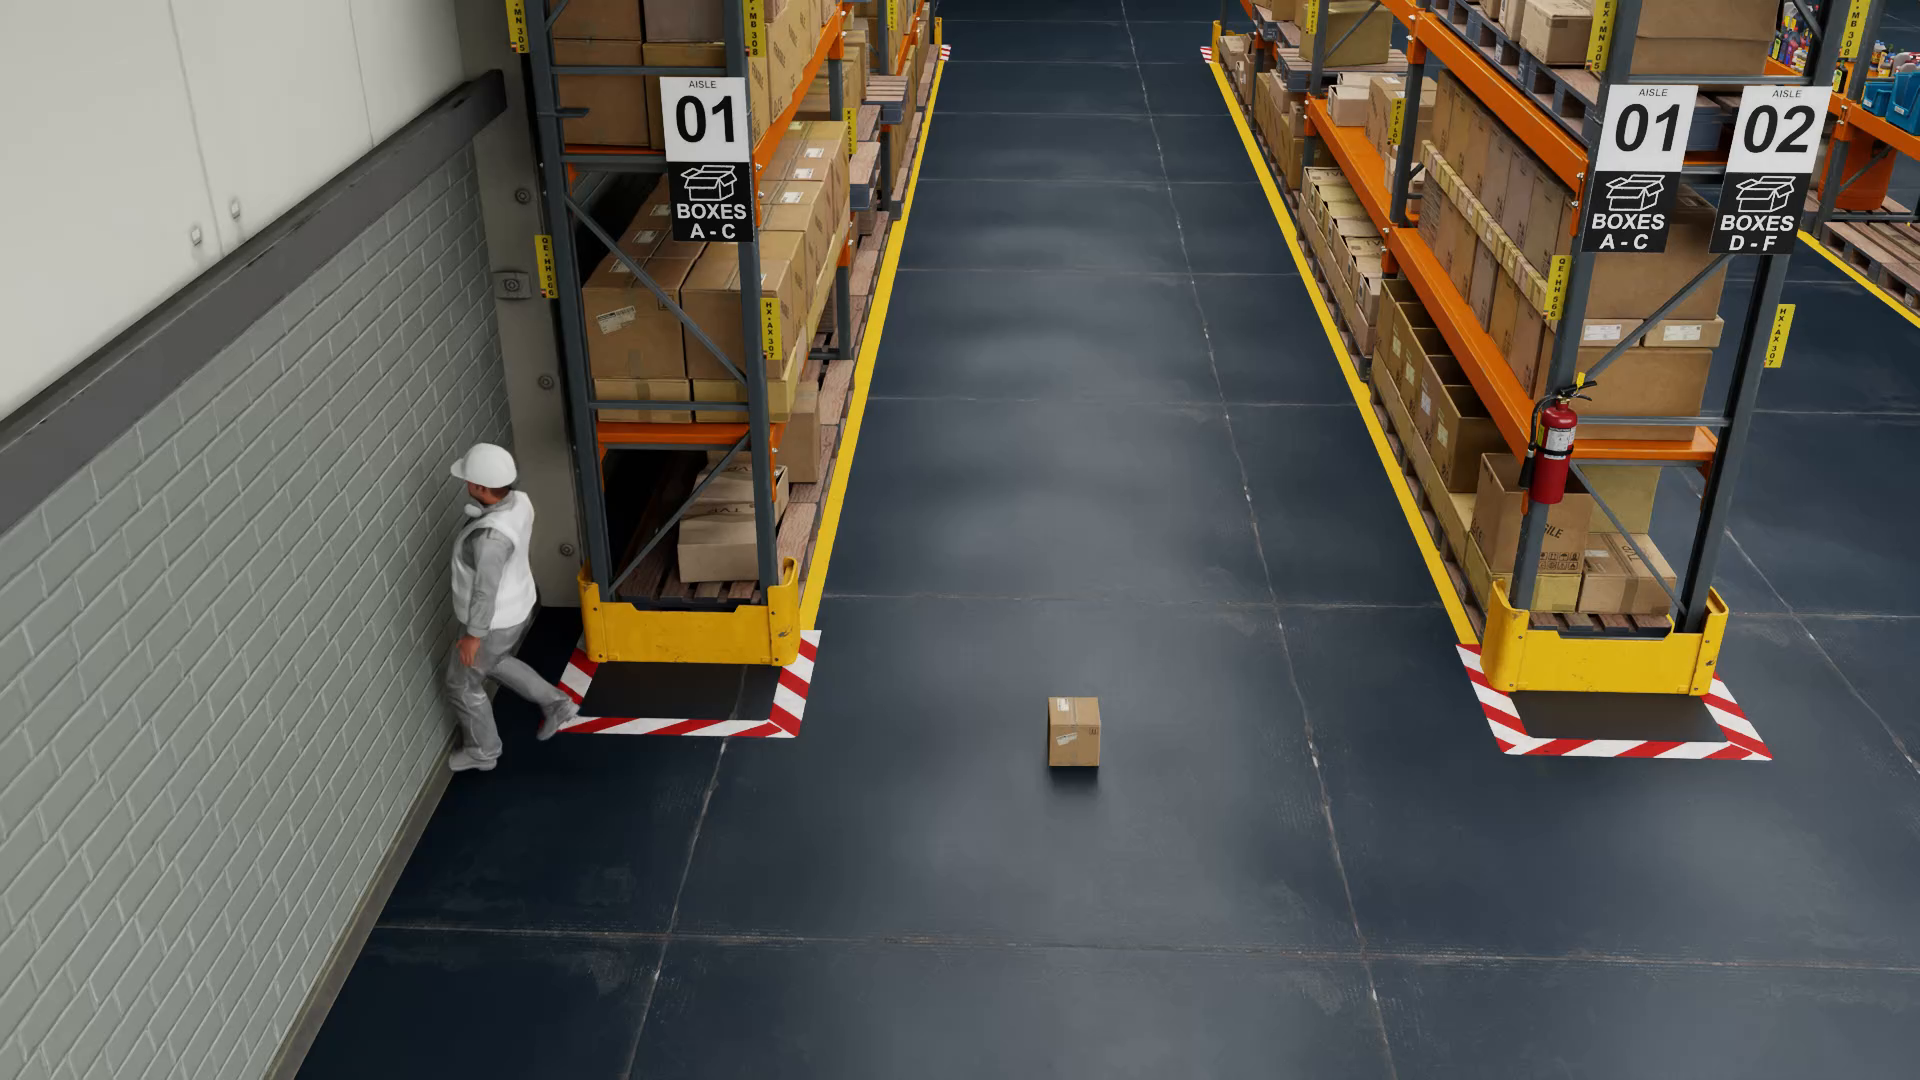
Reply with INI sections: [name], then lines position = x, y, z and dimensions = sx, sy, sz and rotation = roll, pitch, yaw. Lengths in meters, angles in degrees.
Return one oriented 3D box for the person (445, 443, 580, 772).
[person]
position = -2.256, 0.323, 7.941
dimensions = 0.691, 1.734, 0.558
rotation = 1, 28, 2
